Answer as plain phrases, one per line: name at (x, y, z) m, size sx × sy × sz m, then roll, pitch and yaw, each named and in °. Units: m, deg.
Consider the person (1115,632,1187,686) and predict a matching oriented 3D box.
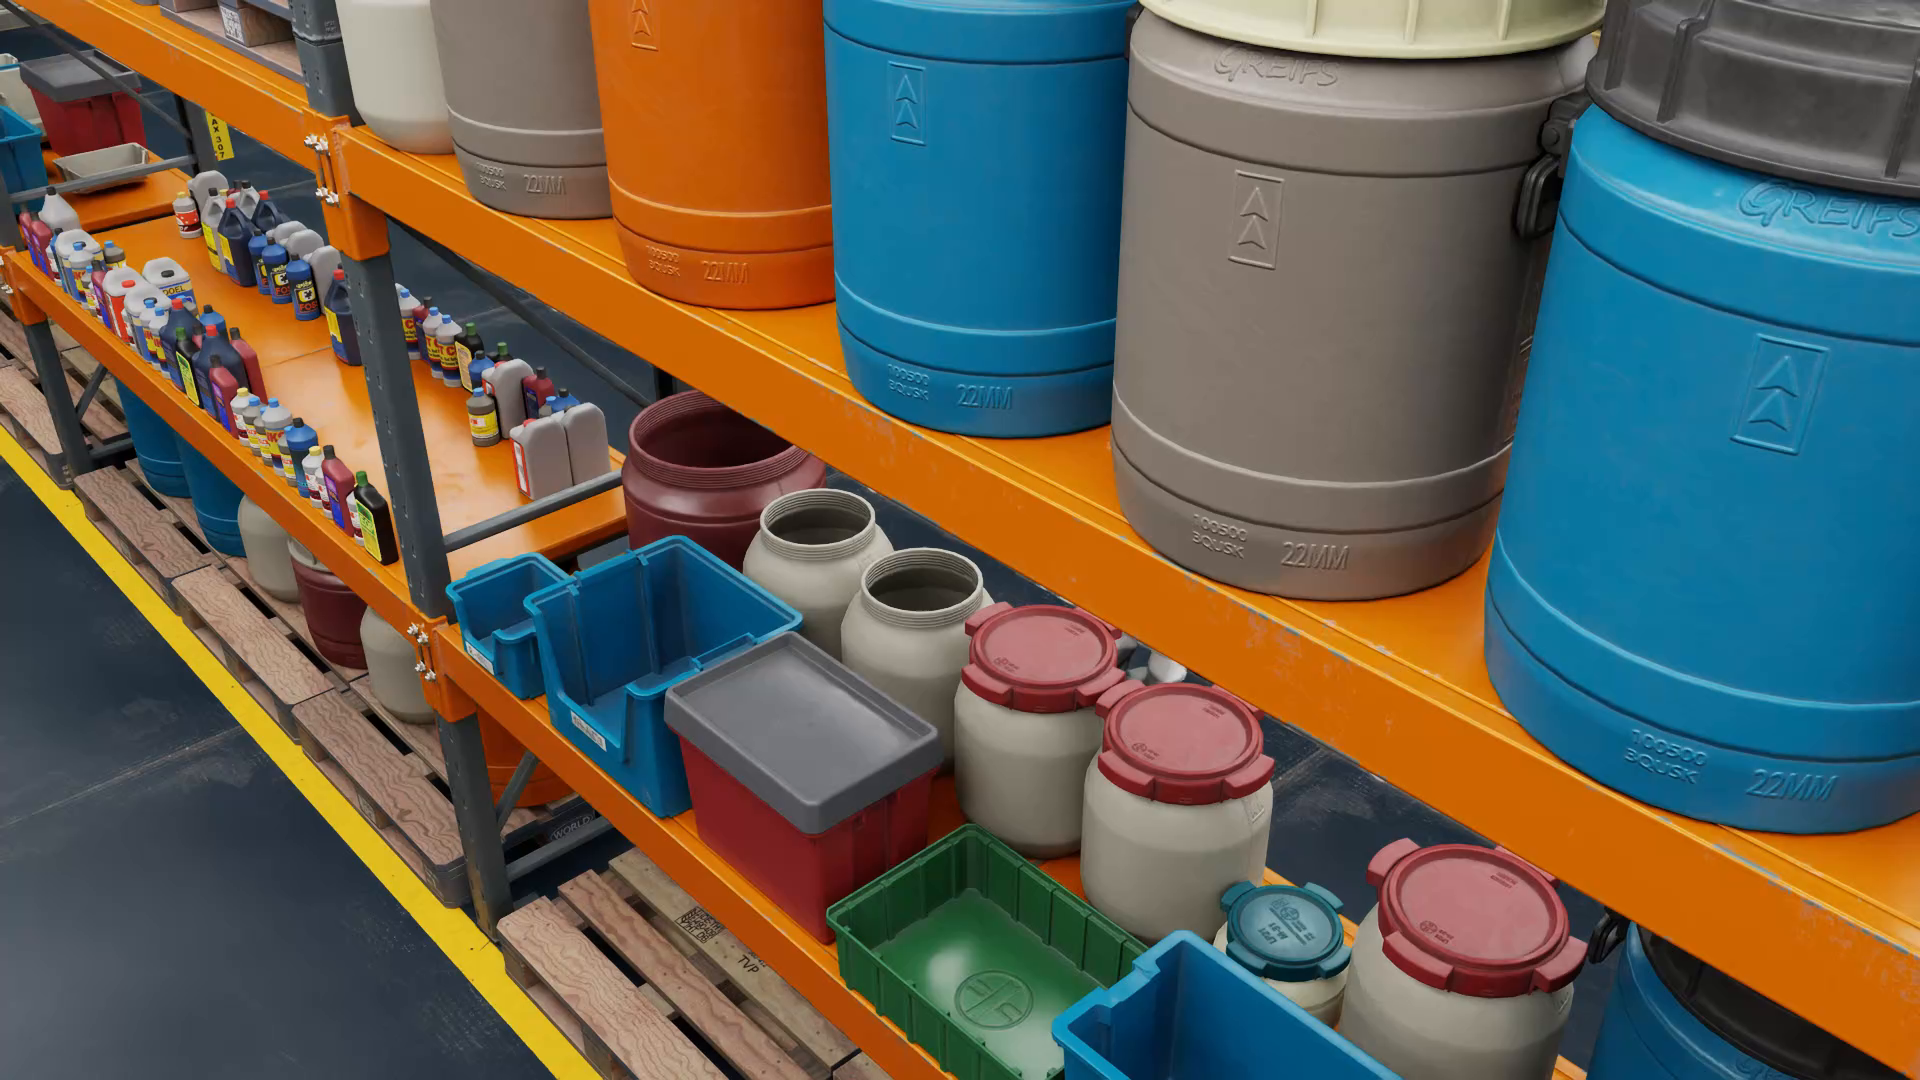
person at (0.723, -0.069, 6.300) m, size 0.496 × 1.712 × 0.551 m, roll -25°, pitch 39°, yaw -34°
